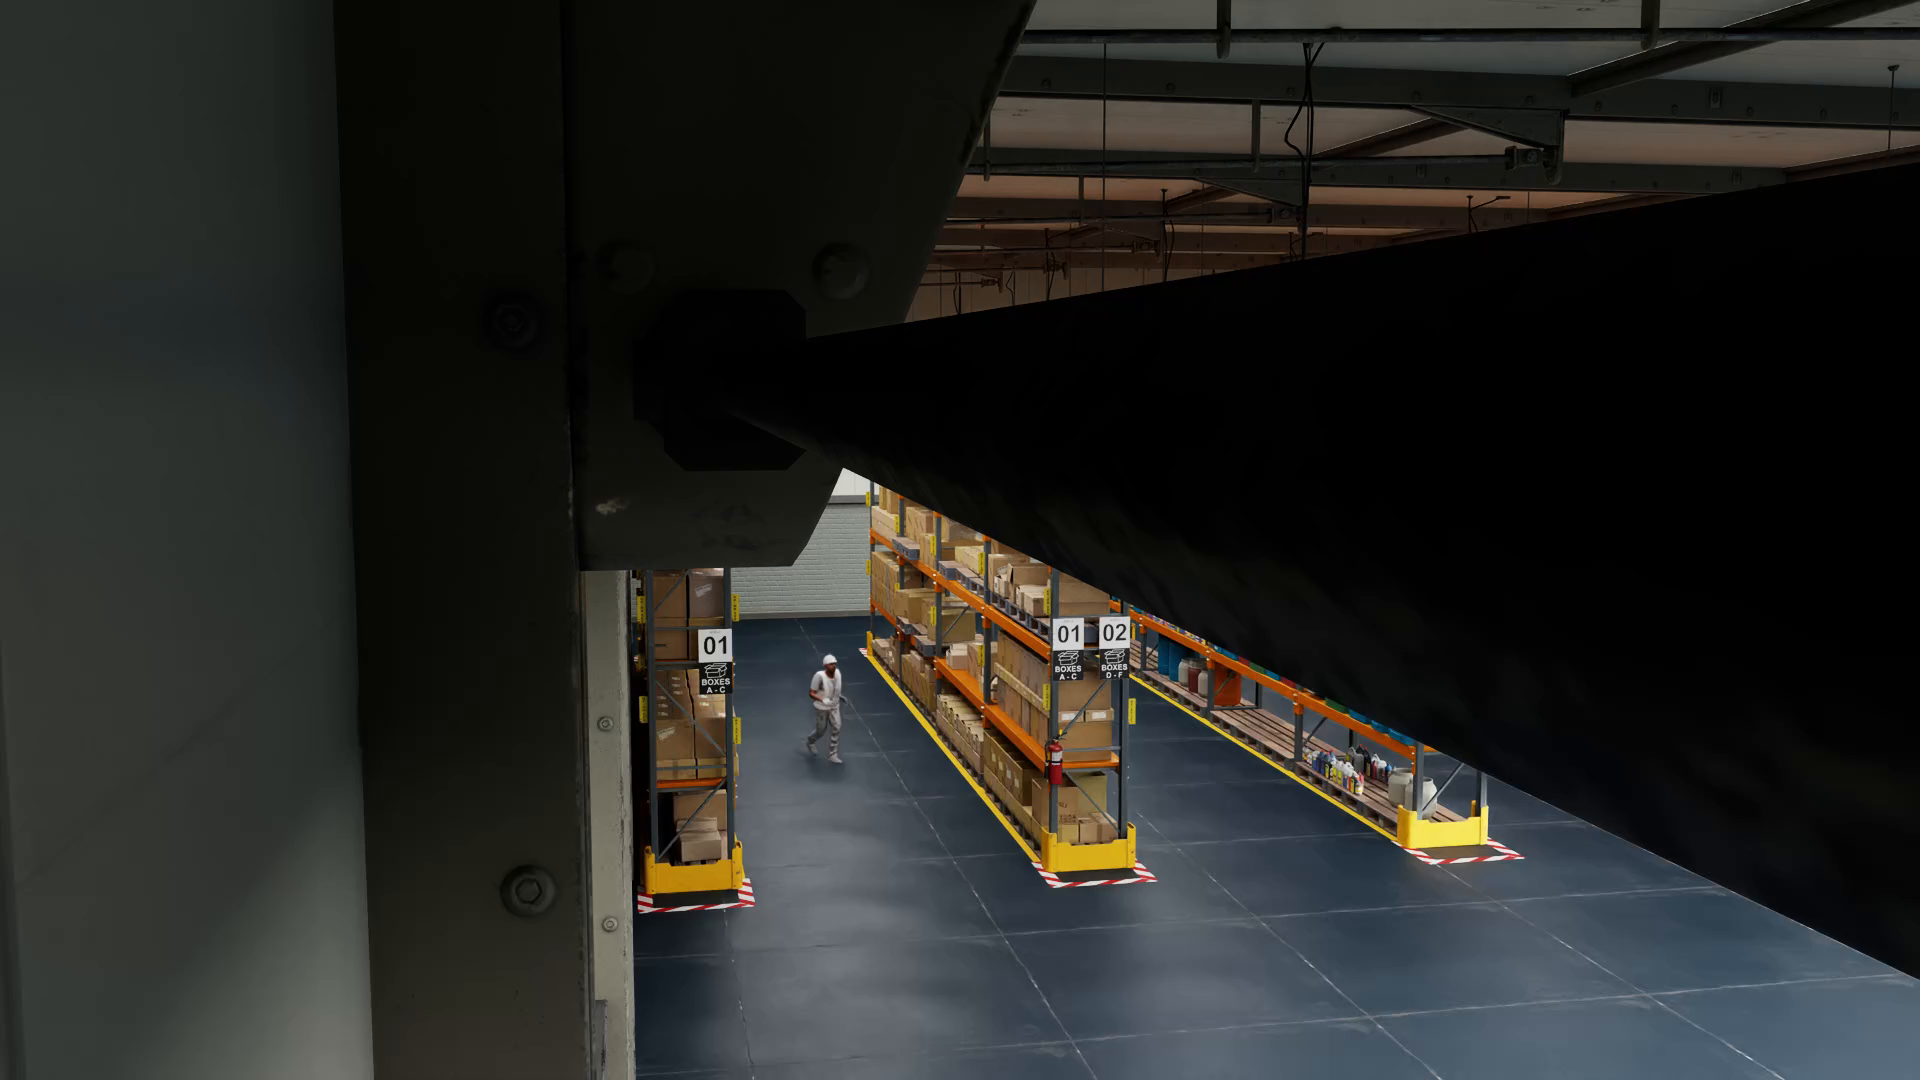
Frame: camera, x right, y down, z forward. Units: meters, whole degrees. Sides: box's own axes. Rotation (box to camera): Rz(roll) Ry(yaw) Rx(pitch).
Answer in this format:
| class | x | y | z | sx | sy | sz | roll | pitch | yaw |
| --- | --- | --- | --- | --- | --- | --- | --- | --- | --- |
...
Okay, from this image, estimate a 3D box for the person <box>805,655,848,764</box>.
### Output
| class | x | y | z | sx | sy | sz | roll | pitch | yaw |
| --- | --- | --- | --- | --- | --- | --- | --- | --- | --- |
| person | -2.180 | 2.681 | 26.698 | 0.690 | 1.745 | 0.902 | -4 | 7 | -36 |
